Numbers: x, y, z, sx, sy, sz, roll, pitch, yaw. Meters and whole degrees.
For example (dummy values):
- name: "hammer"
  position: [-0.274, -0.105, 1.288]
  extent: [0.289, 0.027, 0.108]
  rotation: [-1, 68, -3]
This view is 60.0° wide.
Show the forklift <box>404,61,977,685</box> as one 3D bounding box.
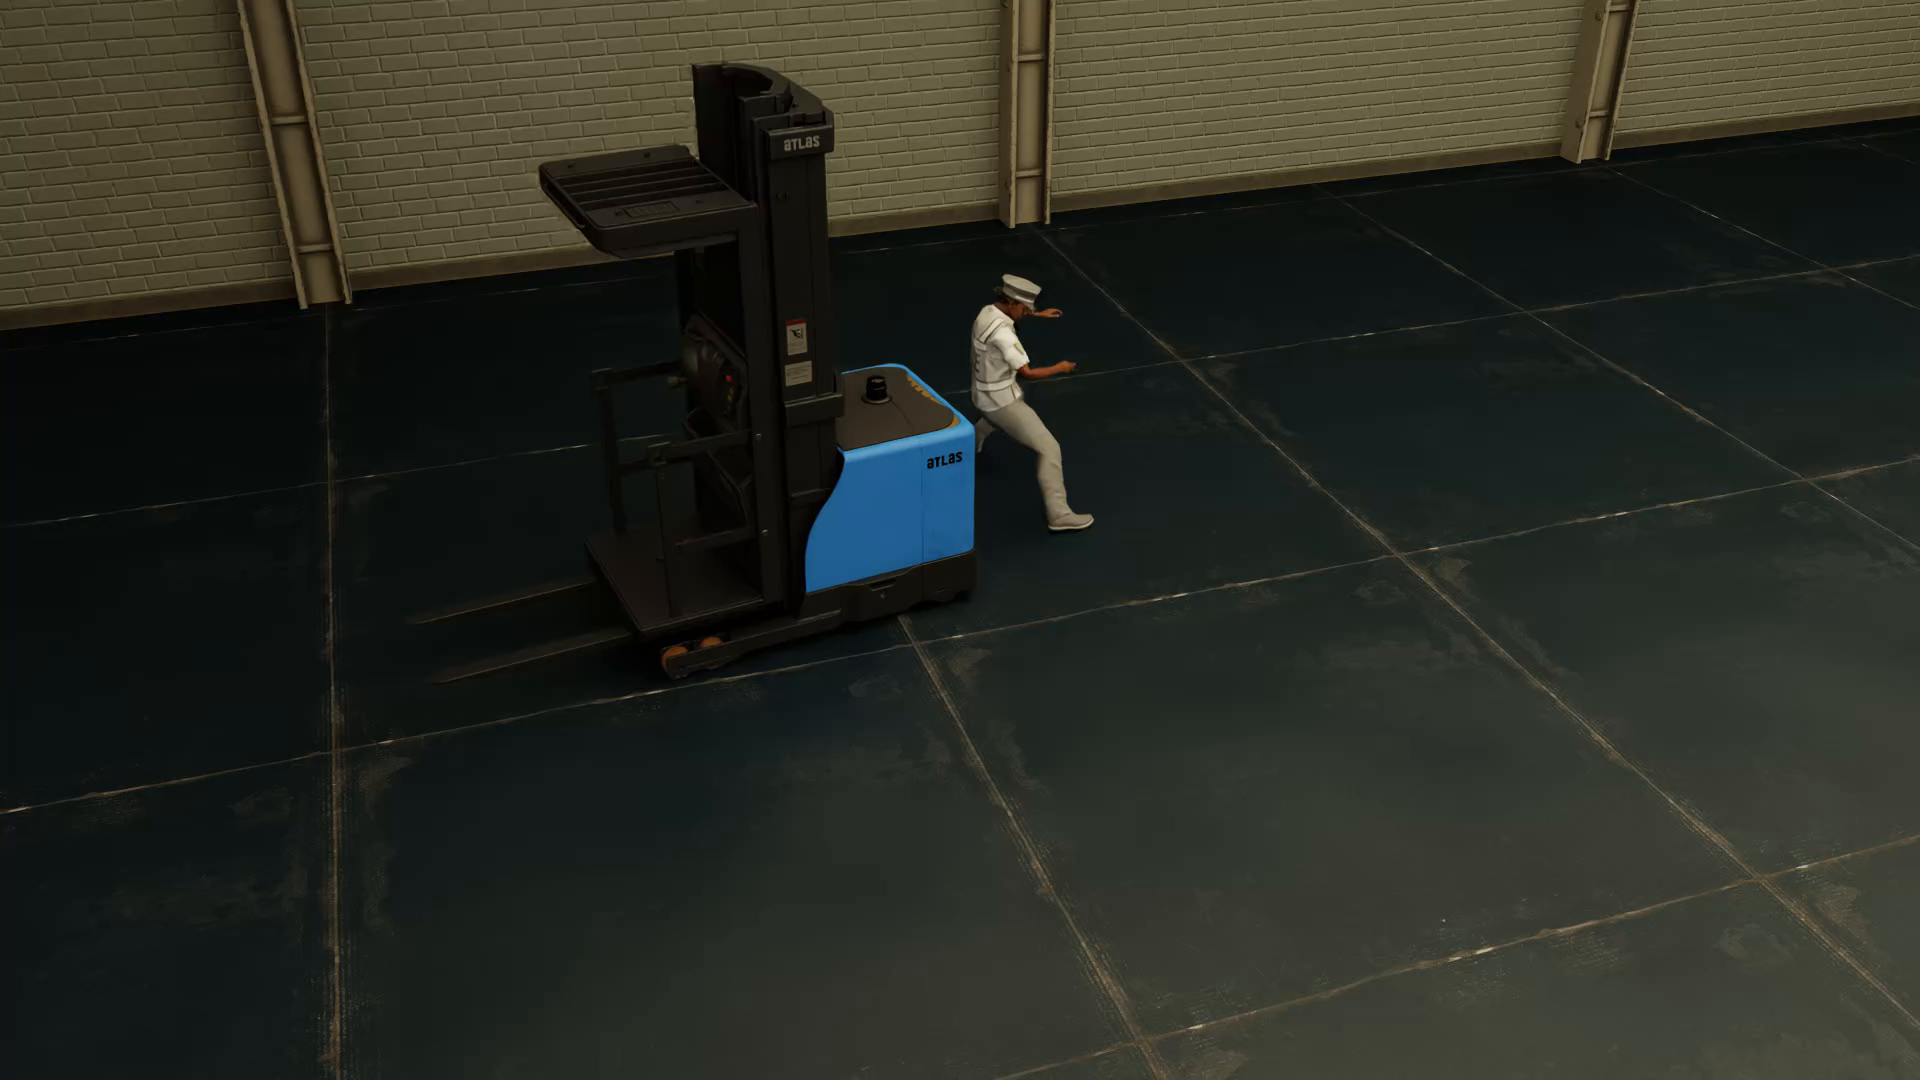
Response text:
- name: "forklift"
  position: [-1.457, -0.843, 8.552]
  extent: [3.031, 2.935, 1.130]
  rotation: [-14, 33, -23]

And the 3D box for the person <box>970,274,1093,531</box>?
- name: "person"
  position: [0.399, -0.959, 10.237]
  extent: [0.673, 1.438, 1.224]
  rotation: [-5, 30, -8]
